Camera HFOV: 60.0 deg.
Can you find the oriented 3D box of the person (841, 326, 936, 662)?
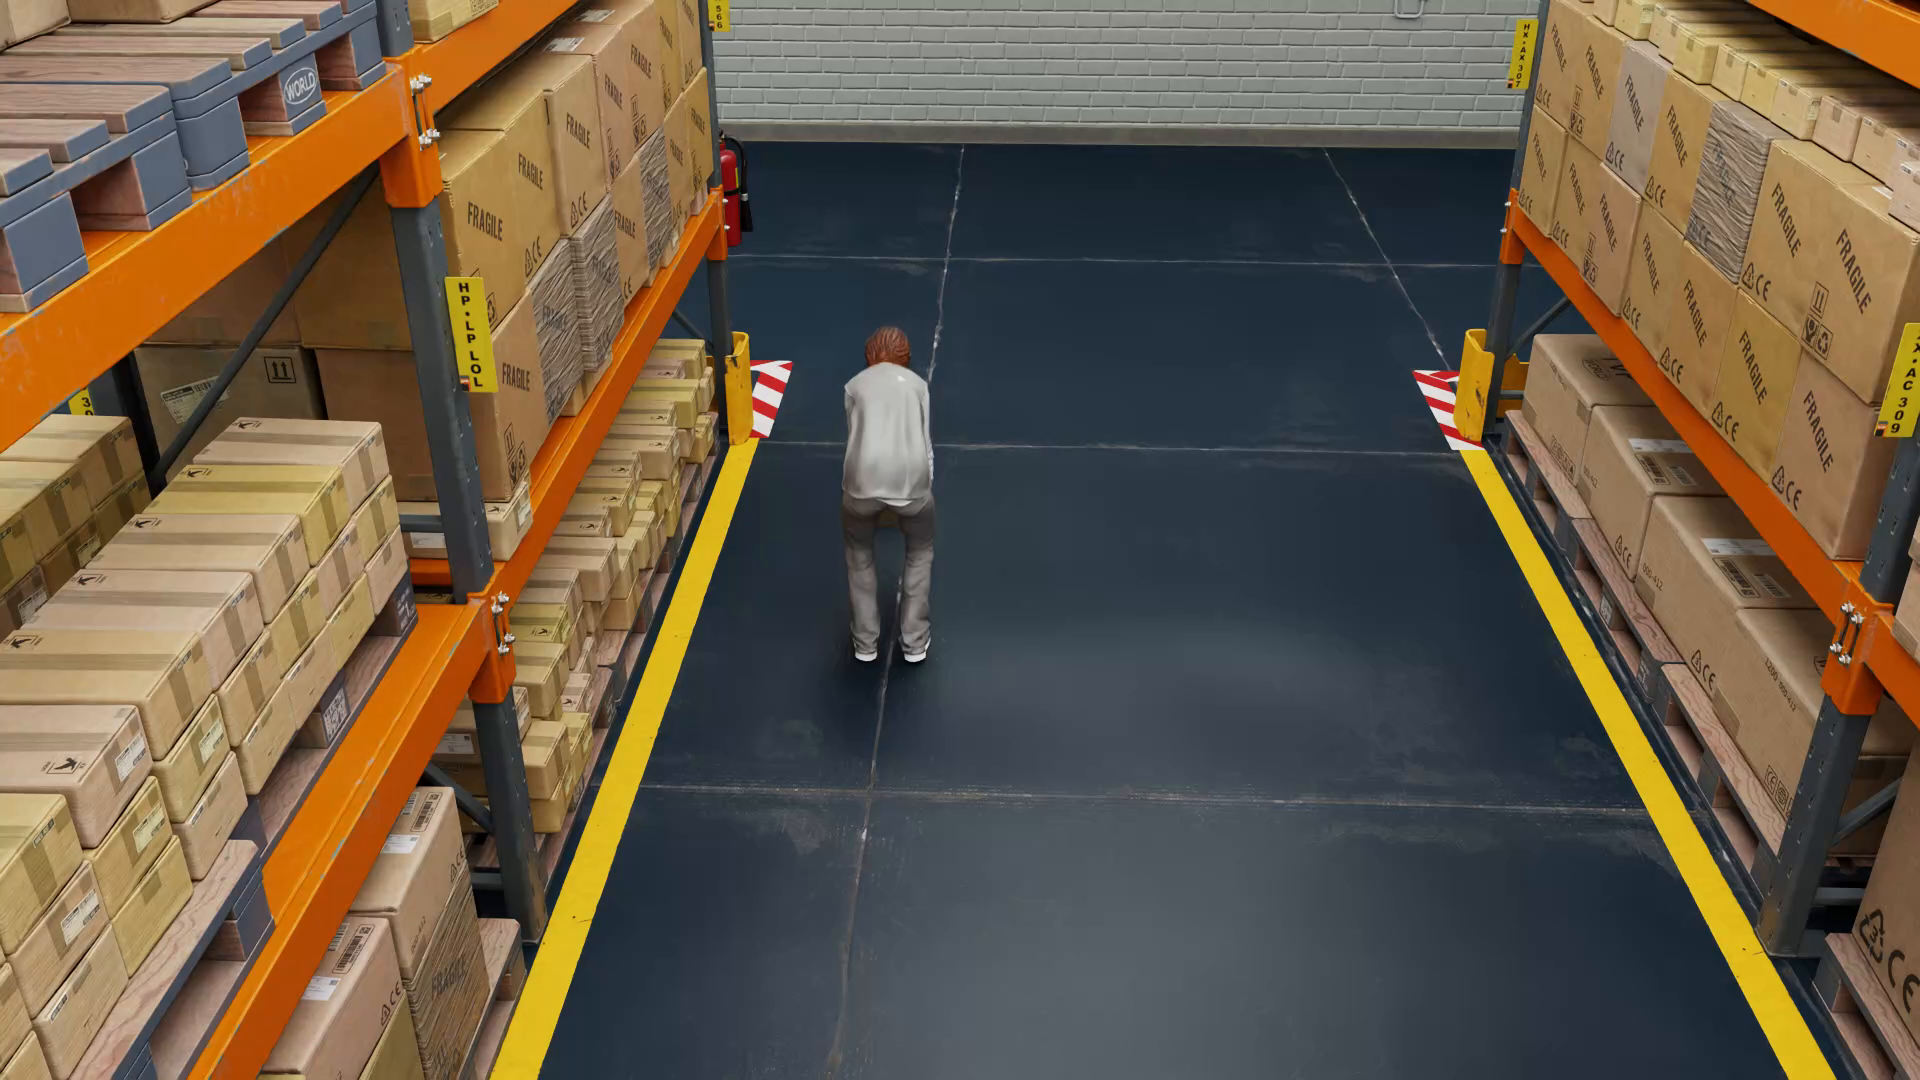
[{"bbox_3d":[-0.287,-0.172,6.842,0.380,1.231,0.810,0,28,0],"label":"person"}]
